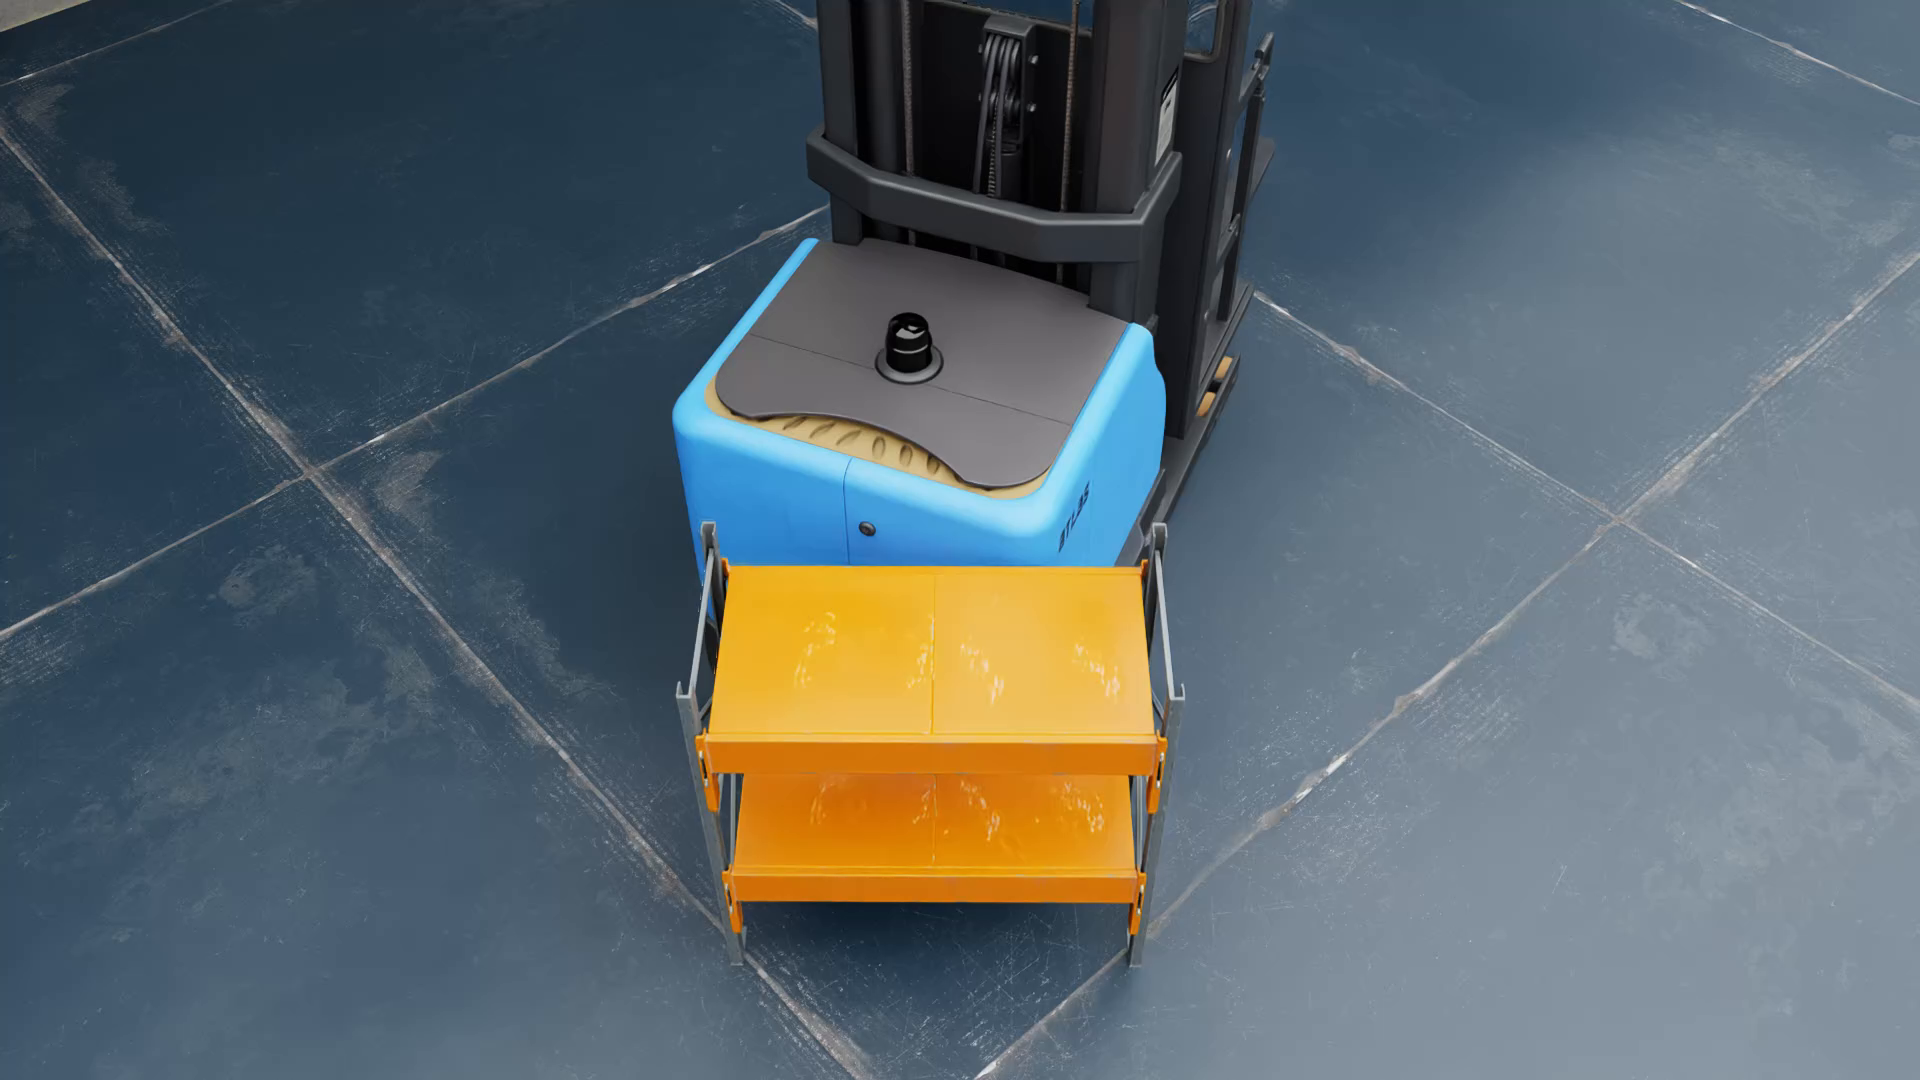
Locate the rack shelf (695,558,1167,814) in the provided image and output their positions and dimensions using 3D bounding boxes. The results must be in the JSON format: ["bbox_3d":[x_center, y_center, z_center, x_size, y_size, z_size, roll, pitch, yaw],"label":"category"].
[{"bbox_3d":[-0.060,0.326,3.785,1.000,0.278,0.538,0,47,0],"label":"rack shelf"}]

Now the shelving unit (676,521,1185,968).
[{"bbox_3d":[-0.060,0.525,4.001,1.048,1.125,0.538,0,47,0],"label":"shelving unit"}]

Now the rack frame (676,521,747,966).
[{"bbox_3d":[-0.568,0.523,4.002,0.032,1.125,0.500,0,47,0],"label":"rack frame"}]

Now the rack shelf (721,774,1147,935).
[{"bbox_3d":[-0.060,0.690,4.180,1.000,0.278,0.538,0,47,0],"label":"rack shelf"}]

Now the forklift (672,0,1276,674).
[{"bbox_3d":[0.306,-1.444,4.588,1.130,2.935,3.031,17,50,15],"label":"forklift"}]

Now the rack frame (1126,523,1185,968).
[{"bbox_3d":[0.448,0.526,3.999,0.032,1.125,0.500,0,47,0],"label":"rack frame"}]
